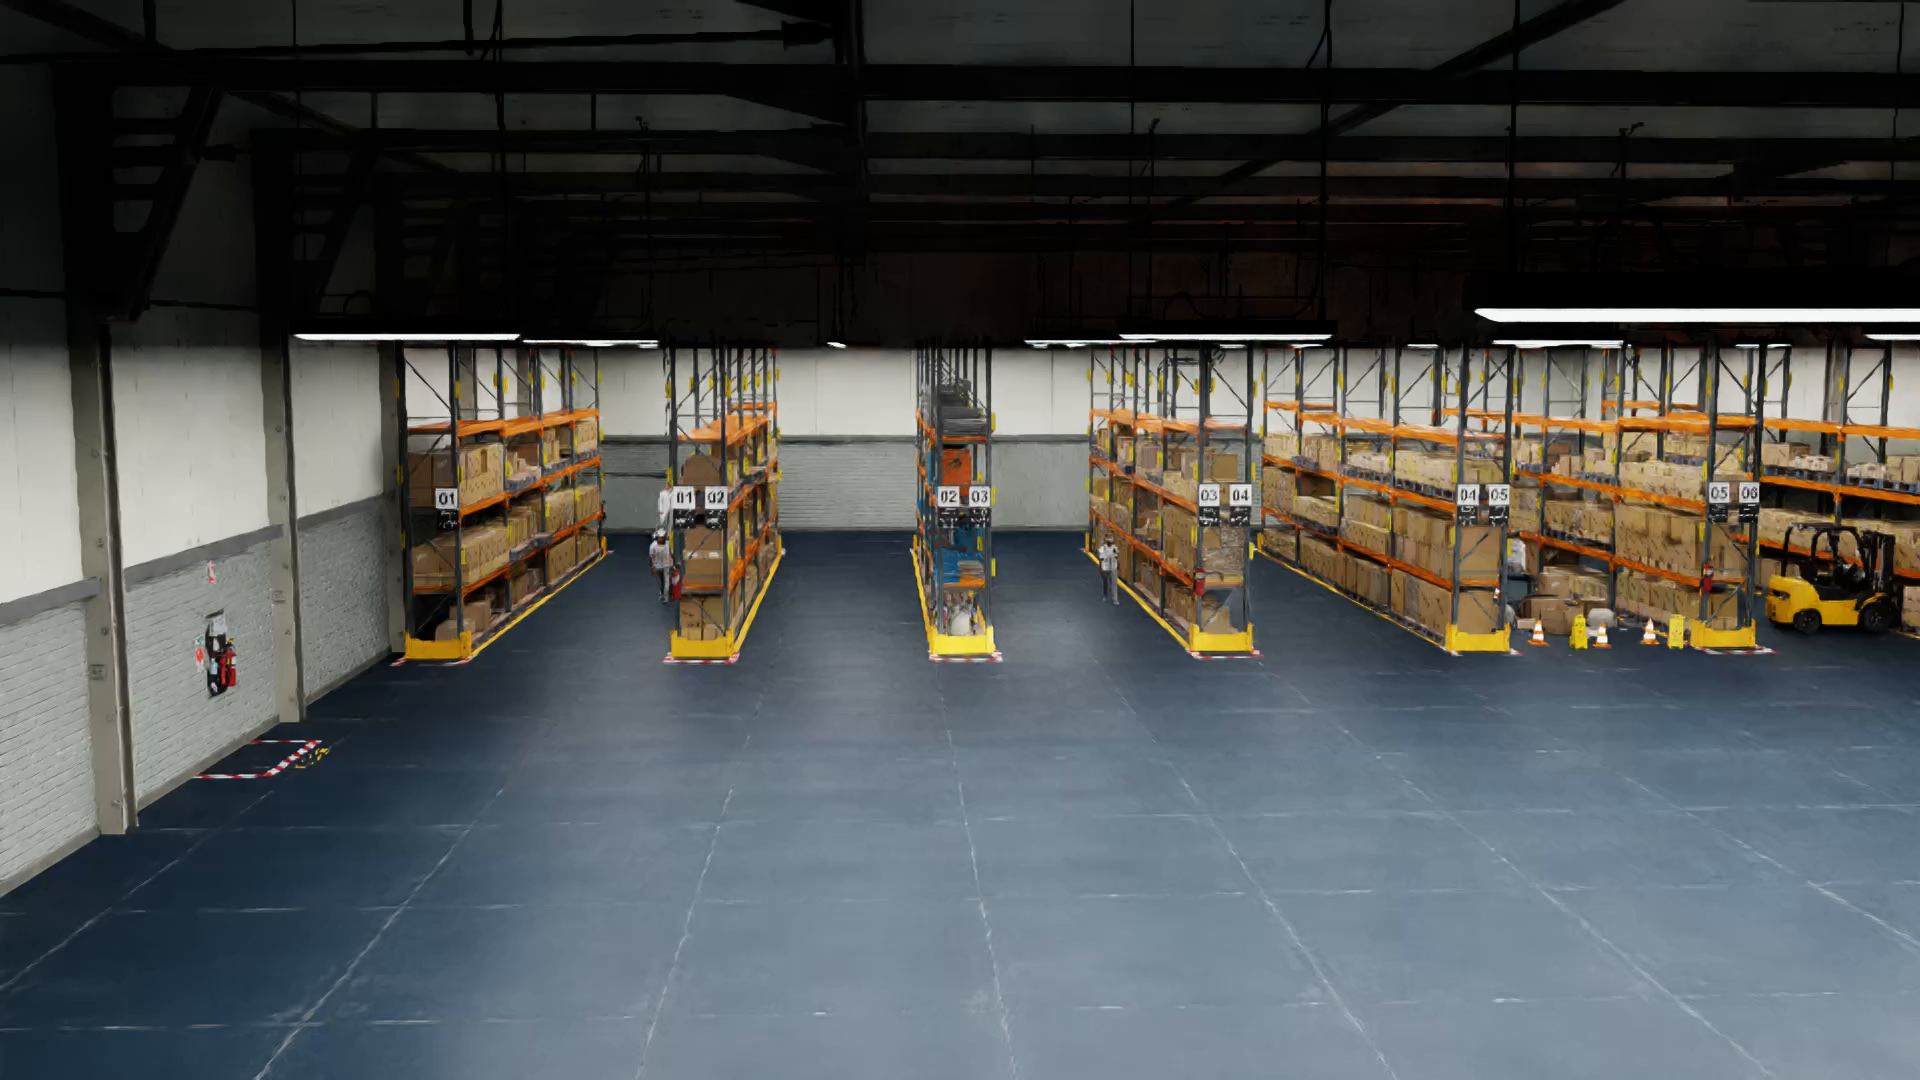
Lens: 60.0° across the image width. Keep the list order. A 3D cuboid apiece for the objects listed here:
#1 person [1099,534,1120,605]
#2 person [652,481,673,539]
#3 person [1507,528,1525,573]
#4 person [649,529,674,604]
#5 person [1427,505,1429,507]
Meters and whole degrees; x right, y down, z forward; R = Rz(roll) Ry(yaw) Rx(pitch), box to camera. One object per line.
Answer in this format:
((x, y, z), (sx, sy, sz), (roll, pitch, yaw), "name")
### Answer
((3.384, 0.638, 37.714), (0.456, 1.587, 1.088), (0, 6, 0), "person")
((-9.005, -0.910, 50.624), (0.770, 1.769, 0.555), (-6, 9, -41), "person")
((12.735, 0.559, 38.069), (0.408, 1.680, 0.538), (-4, 8, -33), "person")
((-6.777, 0.582, 37.810), (0.577, 1.691, 1.117), (0, 6, -1), "person")
((14.905, -1.011, 52.277), (0.531, 1.676, 0.590), (-5, 8, -40), "person")
